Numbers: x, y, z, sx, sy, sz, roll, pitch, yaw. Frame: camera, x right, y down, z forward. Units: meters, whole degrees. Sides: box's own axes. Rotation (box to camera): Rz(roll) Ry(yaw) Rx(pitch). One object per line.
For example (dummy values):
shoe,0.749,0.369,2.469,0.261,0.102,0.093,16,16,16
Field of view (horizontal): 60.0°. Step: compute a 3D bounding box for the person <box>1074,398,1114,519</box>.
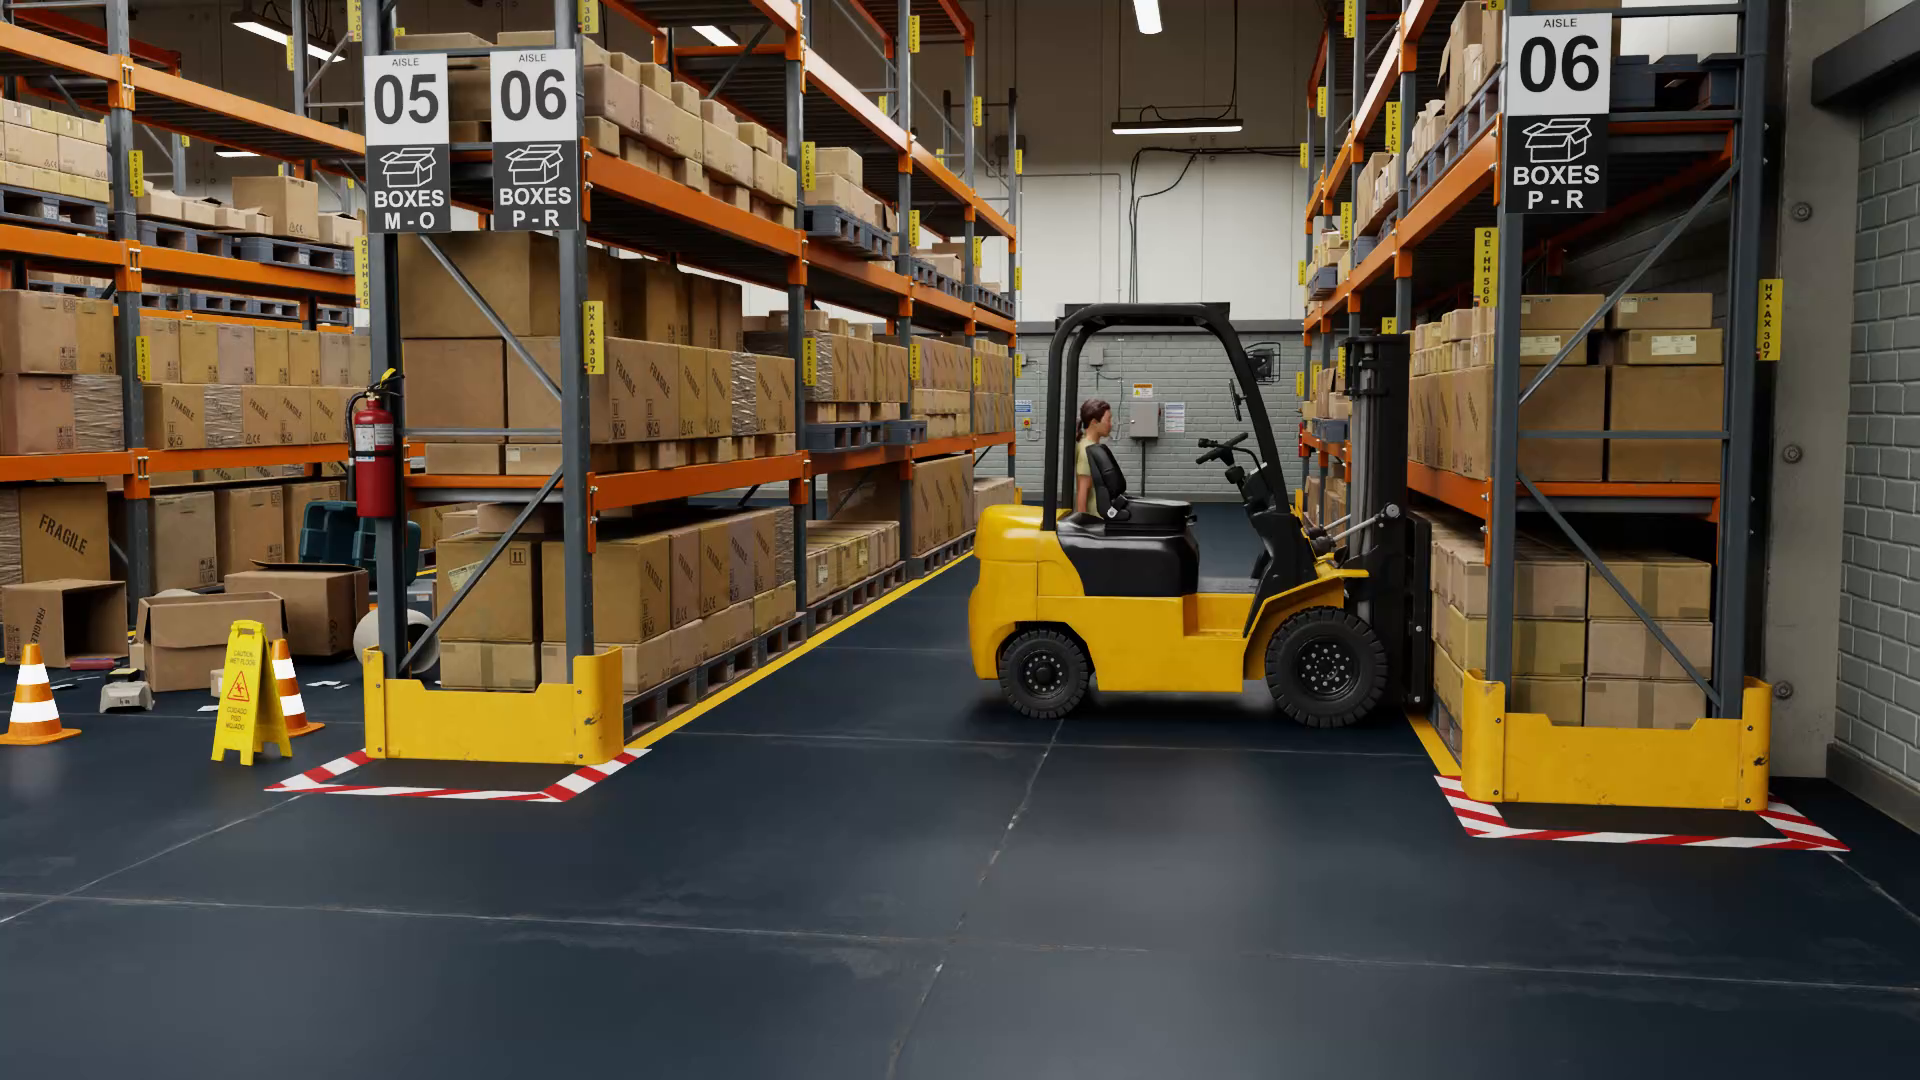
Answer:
person,0.960,-0.095,10.949,0.592,1.672,0.457,0,5,-2
